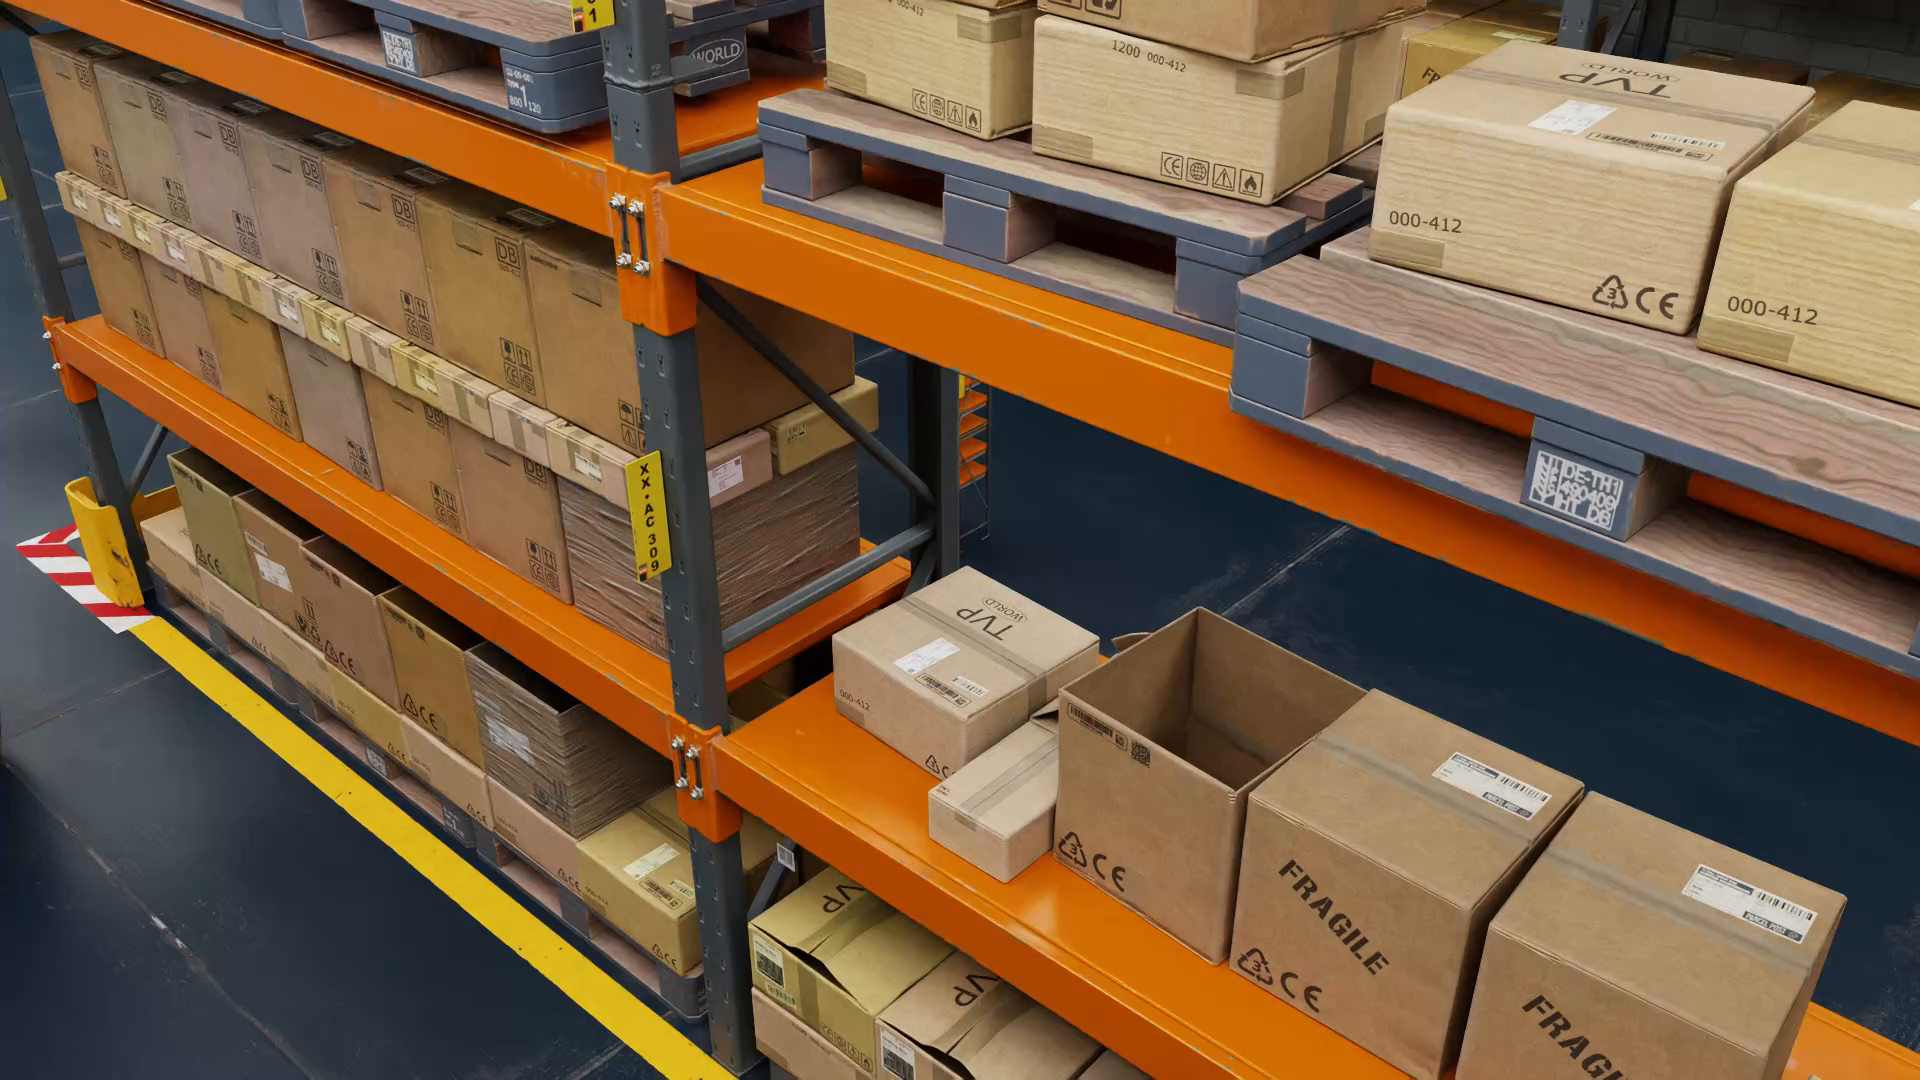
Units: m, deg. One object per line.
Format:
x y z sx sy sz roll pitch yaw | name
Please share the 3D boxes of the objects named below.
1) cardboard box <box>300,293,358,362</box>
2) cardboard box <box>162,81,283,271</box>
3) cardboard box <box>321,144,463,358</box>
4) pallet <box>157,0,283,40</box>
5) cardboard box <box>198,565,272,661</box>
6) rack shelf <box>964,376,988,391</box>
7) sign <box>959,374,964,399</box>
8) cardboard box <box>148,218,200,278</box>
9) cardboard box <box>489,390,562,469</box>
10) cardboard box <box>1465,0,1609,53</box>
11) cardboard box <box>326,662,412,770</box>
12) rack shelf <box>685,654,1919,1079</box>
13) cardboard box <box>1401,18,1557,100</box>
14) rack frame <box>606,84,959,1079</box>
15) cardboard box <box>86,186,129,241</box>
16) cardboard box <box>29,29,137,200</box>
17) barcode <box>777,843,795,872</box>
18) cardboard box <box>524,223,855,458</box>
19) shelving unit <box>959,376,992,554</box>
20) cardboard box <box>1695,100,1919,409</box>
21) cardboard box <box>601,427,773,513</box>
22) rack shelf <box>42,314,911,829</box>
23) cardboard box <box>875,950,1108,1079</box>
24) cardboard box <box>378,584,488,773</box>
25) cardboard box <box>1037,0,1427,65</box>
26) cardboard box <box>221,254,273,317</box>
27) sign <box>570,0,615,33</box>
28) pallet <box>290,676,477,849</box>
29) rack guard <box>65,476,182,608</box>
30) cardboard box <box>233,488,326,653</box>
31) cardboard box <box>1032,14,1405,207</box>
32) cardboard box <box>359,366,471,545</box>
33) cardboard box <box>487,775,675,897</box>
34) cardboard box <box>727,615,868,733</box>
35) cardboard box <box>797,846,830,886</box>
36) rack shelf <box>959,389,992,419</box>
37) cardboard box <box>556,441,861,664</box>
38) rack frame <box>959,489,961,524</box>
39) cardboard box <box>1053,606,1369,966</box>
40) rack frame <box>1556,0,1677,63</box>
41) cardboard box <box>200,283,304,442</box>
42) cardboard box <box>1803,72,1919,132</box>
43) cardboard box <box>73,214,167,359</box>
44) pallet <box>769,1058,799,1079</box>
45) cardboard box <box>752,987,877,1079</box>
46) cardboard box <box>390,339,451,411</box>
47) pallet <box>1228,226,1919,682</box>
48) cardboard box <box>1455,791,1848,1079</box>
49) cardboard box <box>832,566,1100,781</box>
-1.864 -0.727 5.323 0.250 0.149 0.380 27 40 37 | cardboard box
-2.201 -1.307 5.658 0.500 0.500 0.700 25 39 35 | cardboard box
-1.459 -0.961 5.083 0.500 0.500 0.700 25 39 35 | cardboard box
-1.930 -1.818 5.038 1.213 0.211 1.003 25 39 35 | pallet
-2.724 0.193 6.780 0.500 0.250 0.500 25 39 35 | cardboard box
-0.011 -0.687 7.348 0.180 0.103 0.258 25 39 35 | rack shelf
-0.023 -0.536 4.686 0.005 0.325 0.100 25 39 35 | sign
-2.632 -1.084 5.917 0.250 0.149 0.380 24 39 34 | cardboard box
-1.103 -0.372 4.733 0.250 0.149 0.380 24 38 34 | cardboard box
2.733 -2.267 8.006 0.500 0.500 0.500 24 38 34 | cardboard box
-1.986 0.541 6.201 0.500 0.250 0.500 25 39 35 | cardboard box
1.103 1.138 3.650 4.000 0.370 1.077 25 39 35 | rack shelf
2.384 -2.069 7.678 0.500 0.500 0.500 25 39 35 | cardboard box
-0.380 0.137 4.614 0.127 3.000 1.000 25 39 35 | rack frame
-3.001 -1.259 6.208 0.250 0.149 0.380 24 38 34 | cardboard box
-2.969 -1.661 6.246 0.500 0.500 0.700 25 39 35 | cardboard box
-0.470 0.856 4.486 0.075 0.075 0.001 25 39 35 | barcode
-0.713 -0.613 4.504 0.500 0.500 0.700 25 39 35 | cardboard box
-0.011 -0.519 7.449 0.189 1.200 0.258 25 39 35 | shelving unit
1.395 -0.392 2.322 0.500 0.250 0.500 24 39 34 | cardboard box
-0.725 -0.196 4.441 0.250 0.149 0.380 25 39 35 | cardboard box
-1.863 -0.247 5.949 4.000 0.370 1.077 25 39 35 | rack shelf
0.127 1.309 4.383 0.500 0.311 0.500 25 39 35 | cardboard box
-1.606 0.388 5.729 0.500 0.500 0.500 25 39 35 | cardboard box
0.489 -1.168 2.885 0.500 0.500 0.500 -25 39 -35 | cardboard box
-2.243 -0.905 5.619 0.250 0.149 0.380 24 39 35 | cardboard box
-0.751 -1.191 3.333 0.005 0.325 0.100 25 39 35 | sign
-1.850 0.618 6.518 1.213 0.211 1.003 25 39 35 | pallet
-3.363 -0.185 7.572 0.348 0.500 1.175 25 39 35 | rack guard
-2.346 0.041 6.306 0.500 0.500 0.500 25 39 35 | cardboard box
0.480 -0.858 3.096 0.500 0.250 0.500 21 37 31 | cardboard box
-1.478 -0.412 5.429 0.500 0.500 0.700 26 39 36 | cardboard box
-1.234 0.882 5.636 0.500 0.250 0.500 25 39 35 | cardboard box
-0.513 0.534 5.487 0.500 0.500 0.500 25 39 35 | cardboard box
-0.520 0.859 5.674 0.500 0.250 0.500 25 39 35 | cardboard box
-0.011 -0.584 7.410 0.180 0.103 0.258 25 39 35 | rack shelf
-0.713 -0.057 4.839 0.500 0.500 0.700 24 38 34 | cardboard box
-0.079 -0.551 7.501 0.006 1.200 0.240 25 39 35 | rack frame
0.569 0.549 3.833 0.500 0.500 0.500 -26 40 -36 | cardboard box
2.942 -1.758 7.763 0.127 3.000 1.000 25 39 35 | rack frame
-2.251 -0.770 6.023 0.500 0.500 0.700 25 39 35 | cardboard box
3.706 -1.604 6.983 0.700 0.500 0.500 -25 39 -35 | cardboard box
-3.008 -1.124 6.611 0.500 0.500 0.700 25 39 35 | cardboard box
0.193 1.572 4.934 1.213 0.211 1.003 25 39 35 | pallet
-0.247 1.370 4.825 0.500 0.250 0.500 24 38 34 | cardboard box
-1.478 -0.549 5.027 0.250 0.149 0.380 25 39 35 | cardboard box
1.192 -0.269 2.564 1.213 0.211 1.003 27 40 37 | pallet
1.331 0.904 3.243 0.500 0.500 0.500 23 38 33 | cardboard box
0.015 0.355 4.397 0.500 0.250 0.500 -27 40 -37 | cardboard box
